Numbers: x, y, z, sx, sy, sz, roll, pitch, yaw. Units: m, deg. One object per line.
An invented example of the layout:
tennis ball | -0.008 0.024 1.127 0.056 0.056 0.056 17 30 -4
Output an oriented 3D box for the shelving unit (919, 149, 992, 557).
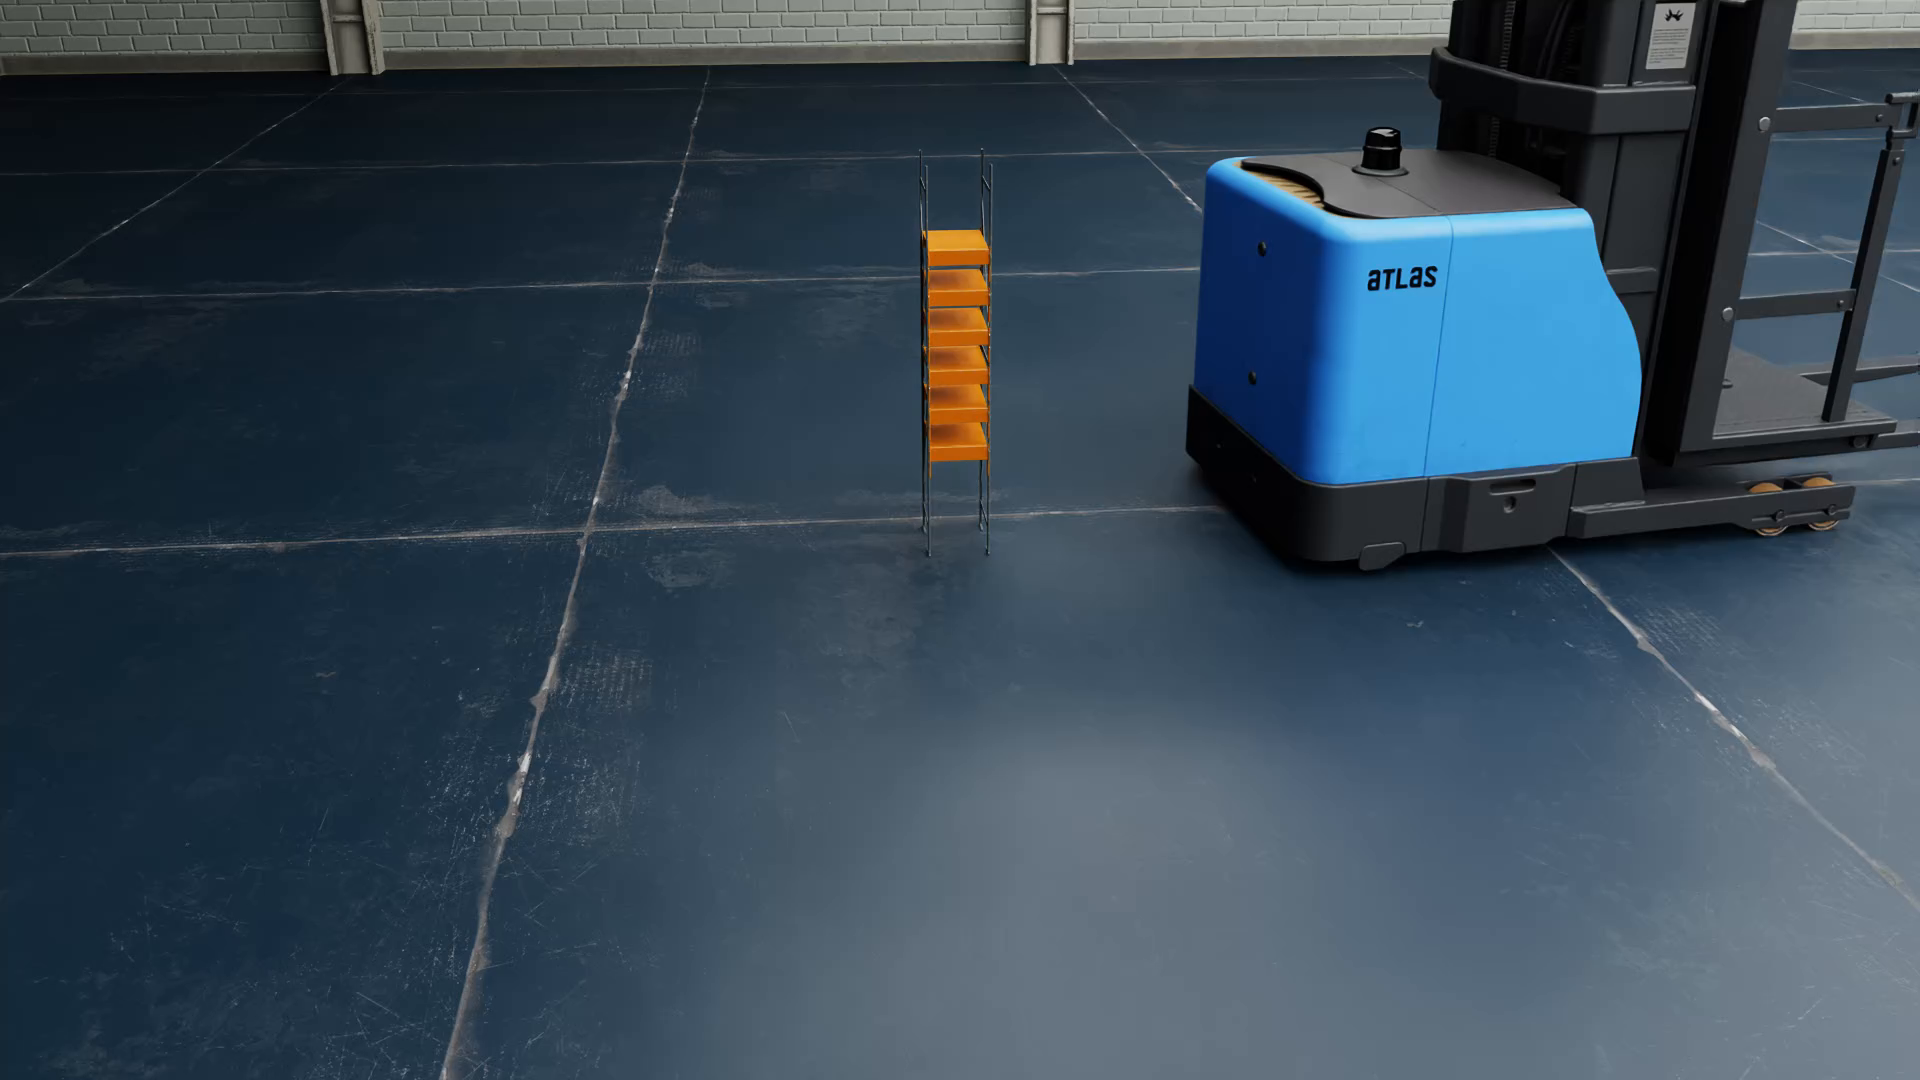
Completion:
shelving unit | -0.014 -0.548 5.005 0.189 1.200 0.258 -2 24 -5

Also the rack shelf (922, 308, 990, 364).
rack shelf | -0.014 -0.617 4.974 0.180 0.103 0.258 -2 24 -5

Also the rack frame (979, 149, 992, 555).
rack frame | 0.077 -0.551 5.013 0.006 1.200 0.240 -2 24 -5

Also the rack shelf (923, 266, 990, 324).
rack shelf | -0.014 -0.726 4.926 0.180 0.103 0.258 -2 24 -5

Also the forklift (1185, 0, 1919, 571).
forklift | 2.356 -1.553 5.135 3.031 2.935 1.130 -6 25 -13

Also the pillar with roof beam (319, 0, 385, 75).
pillar with roof beam | -4.753 -6.398 8.566 0.400 9.000 9.100 -2 24 -5

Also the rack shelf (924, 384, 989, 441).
rack shelf | -0.014 -0.397 5.072 0.180 0.103 0.258 -2 24 -5

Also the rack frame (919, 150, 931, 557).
rack frame | -0.105 -0.544 4.997 0.006 1.200 0.240 -2 24 -5

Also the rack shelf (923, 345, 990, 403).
rack shelf | -0.014 -0.507 5.023 0.180 0.103 0.258 -2 24 -5

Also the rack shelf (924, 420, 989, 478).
rack shelf | -0.014 -0.288 5.121 0.180 0.103 0.258 -2 24 -5

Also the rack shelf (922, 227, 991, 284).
rack shelf | -0.014 -0.836 4.877 0.180 0.103 0.258 -2 24 -5

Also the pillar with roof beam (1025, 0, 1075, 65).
pillar with roof beam | 1.218 -6.638 9.105 0.400 9.000 9.100 -2 24 -5
